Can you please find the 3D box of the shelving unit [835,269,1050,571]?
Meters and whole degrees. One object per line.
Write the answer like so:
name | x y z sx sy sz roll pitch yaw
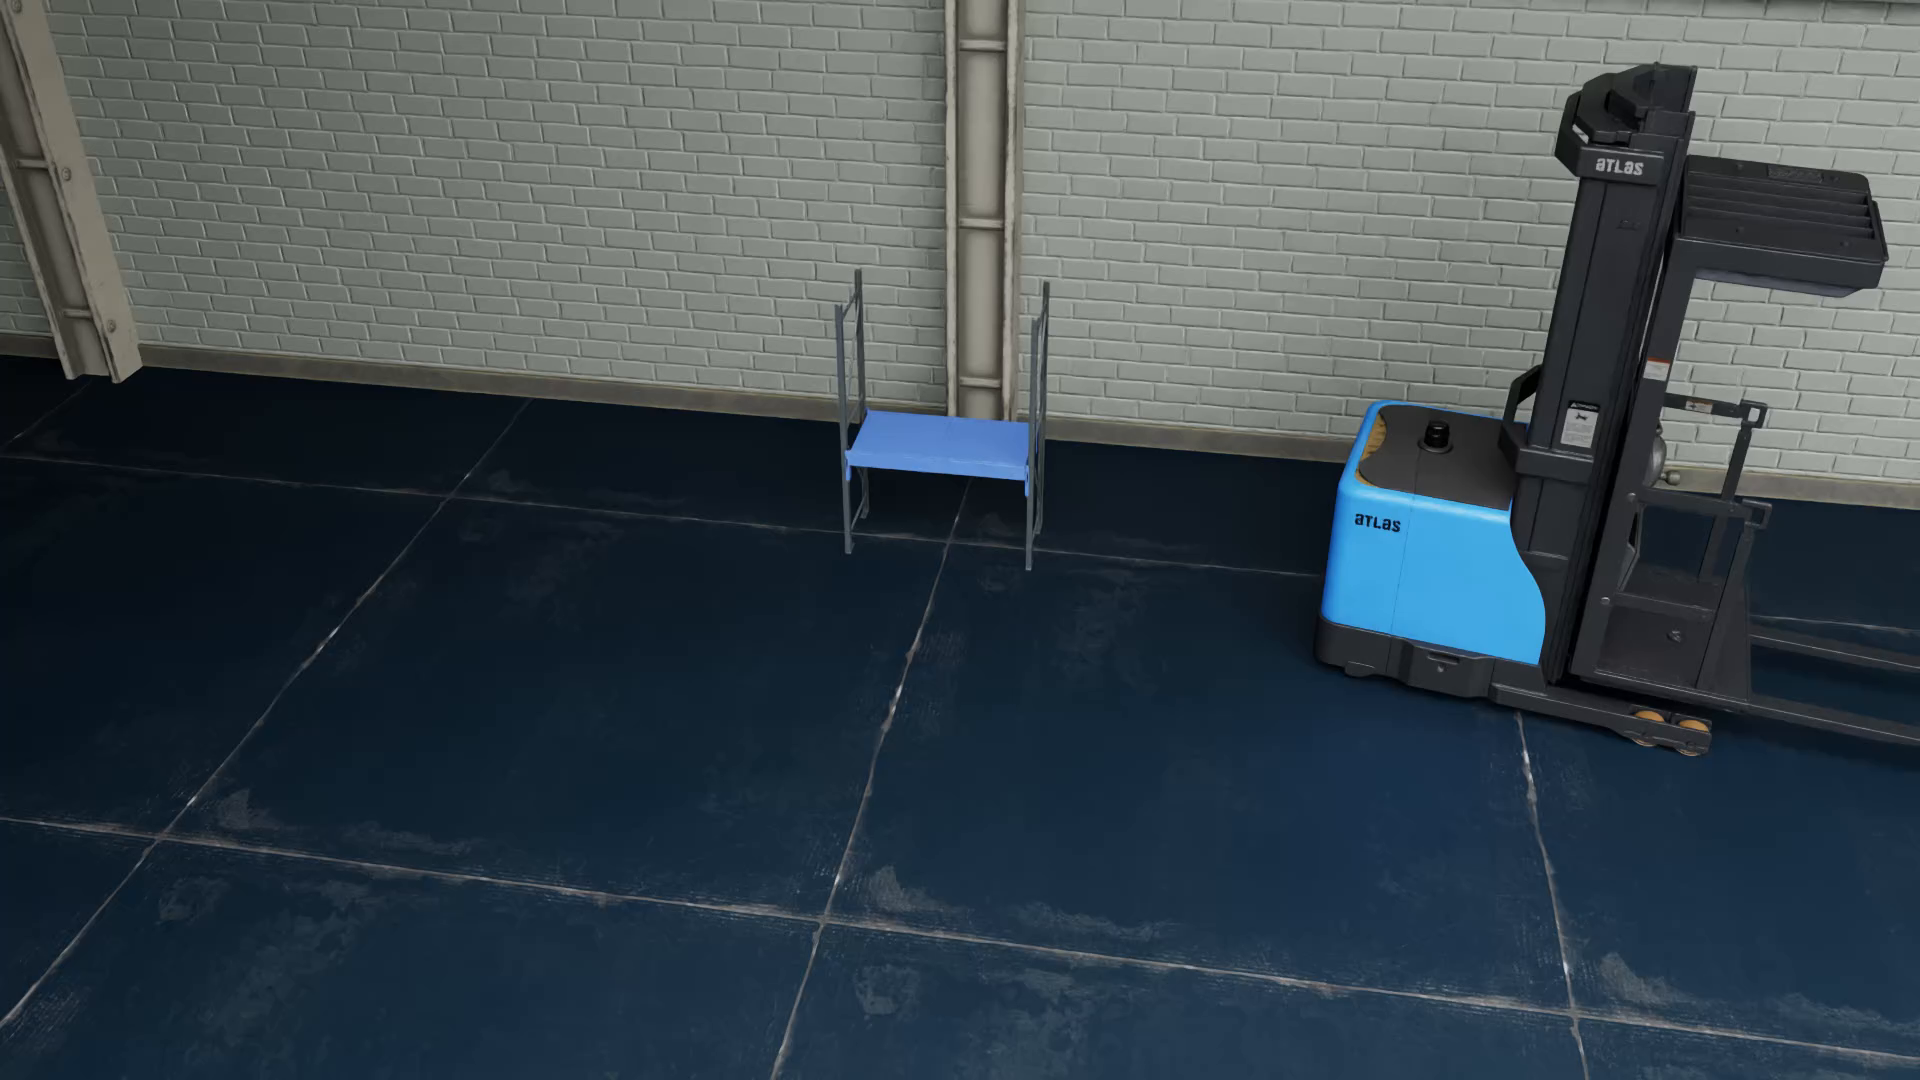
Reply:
shelving unit | -0.084 -0.643 9.038 1.048 1.500 0.538 5 32 8

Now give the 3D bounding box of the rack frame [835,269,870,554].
rack frame | -0.585 -0.689 9.111 0.032 1.500 0.500 5 32 8

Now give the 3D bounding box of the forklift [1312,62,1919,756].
forklift | 3.348 -0.550 7.540 3.031 2.935 1.130 12 34 18

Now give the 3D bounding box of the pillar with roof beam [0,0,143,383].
pillar with roof beam | -6.501 -2.705 5.264 0.400 9.000 9.100 5 32 8

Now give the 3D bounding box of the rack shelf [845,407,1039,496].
rack shelf | -0.084 -0.491 9.134 1.000 0.185 0.538 5 32 8

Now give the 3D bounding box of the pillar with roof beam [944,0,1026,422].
pillar with roof beam | -0.586 -2.169 4.408 0.400 9.000 9.100 5 32 8

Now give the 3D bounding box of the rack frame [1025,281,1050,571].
rack frame | 0.417 -0.598 8.966 0.032 1.500 0.500 5 32 8
